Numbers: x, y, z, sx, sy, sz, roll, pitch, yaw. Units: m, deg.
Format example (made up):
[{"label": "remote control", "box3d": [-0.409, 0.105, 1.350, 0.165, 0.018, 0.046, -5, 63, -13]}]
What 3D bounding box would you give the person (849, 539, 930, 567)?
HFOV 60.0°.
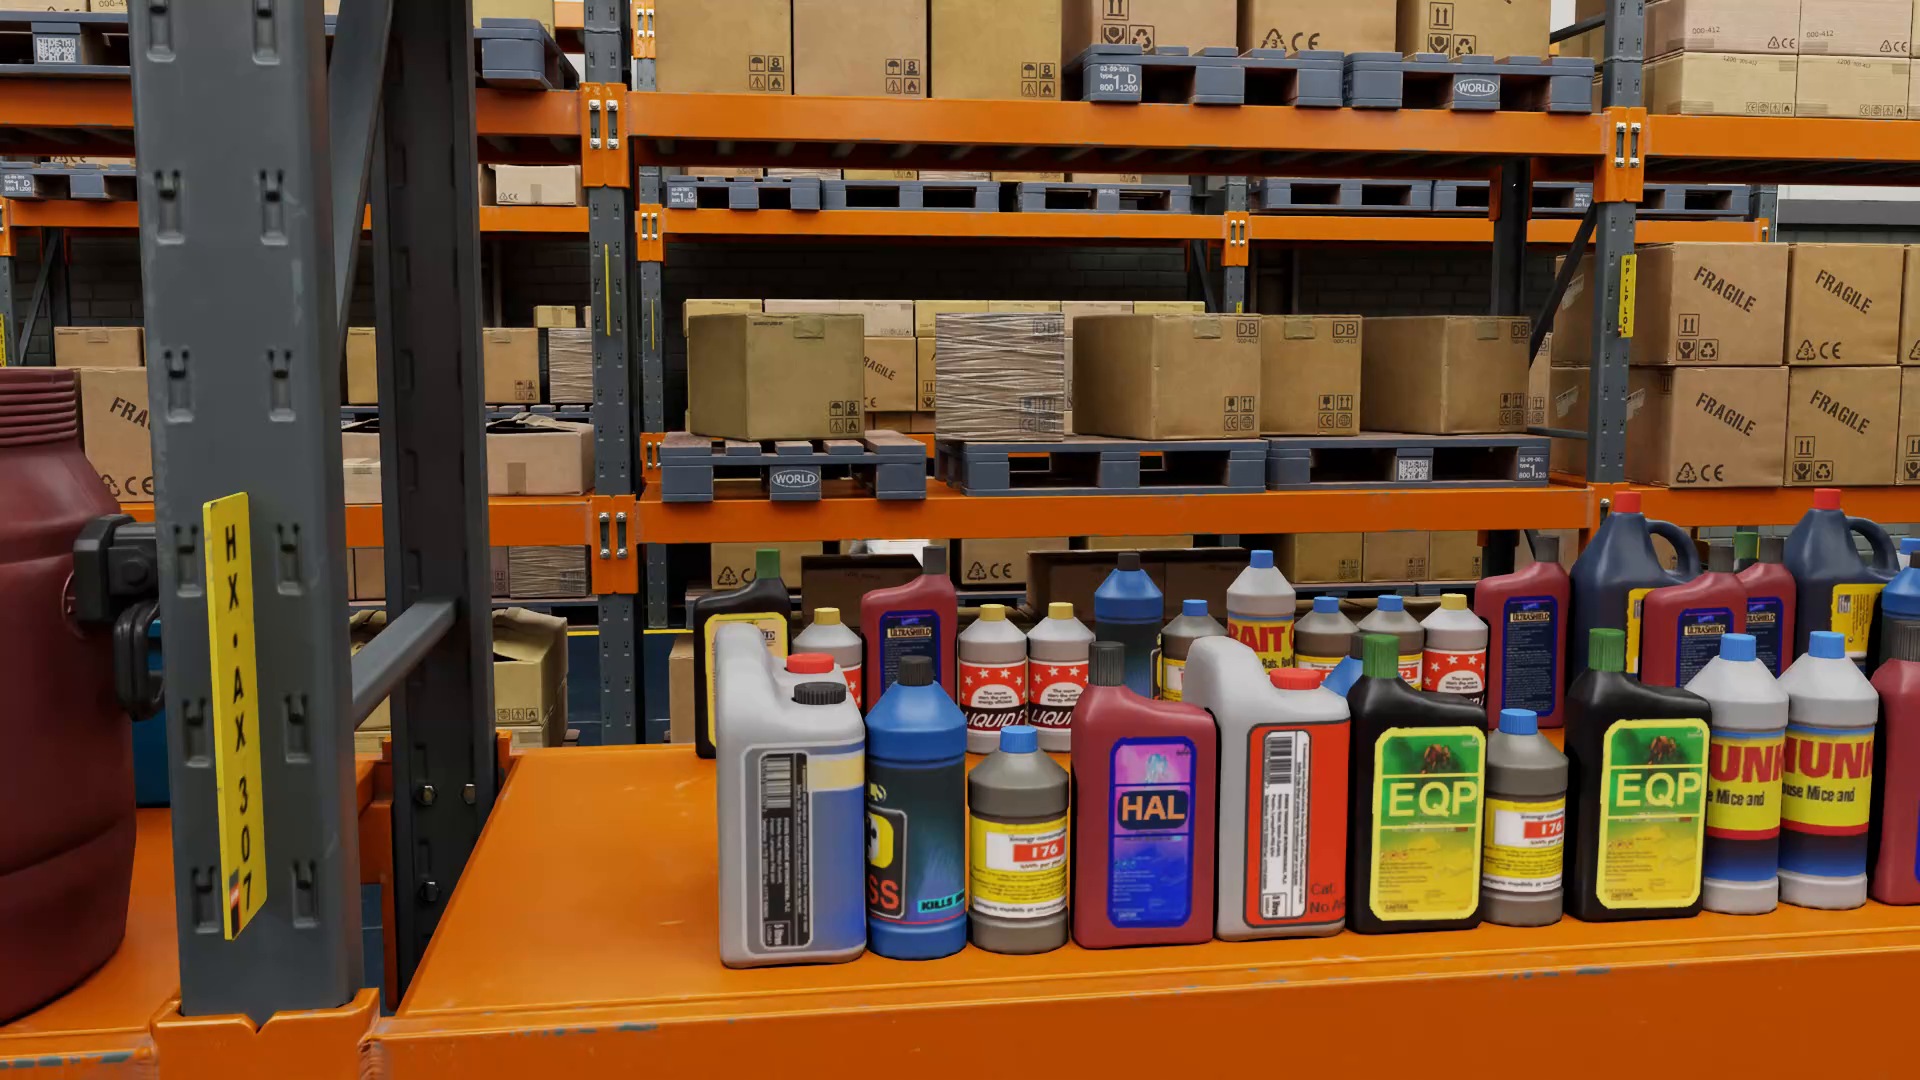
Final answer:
[{"label": "person", "box3d": [-0.391, 0.285, 10.049, 0.570, 0.907, 0.887, -1, 6, -9]}]
